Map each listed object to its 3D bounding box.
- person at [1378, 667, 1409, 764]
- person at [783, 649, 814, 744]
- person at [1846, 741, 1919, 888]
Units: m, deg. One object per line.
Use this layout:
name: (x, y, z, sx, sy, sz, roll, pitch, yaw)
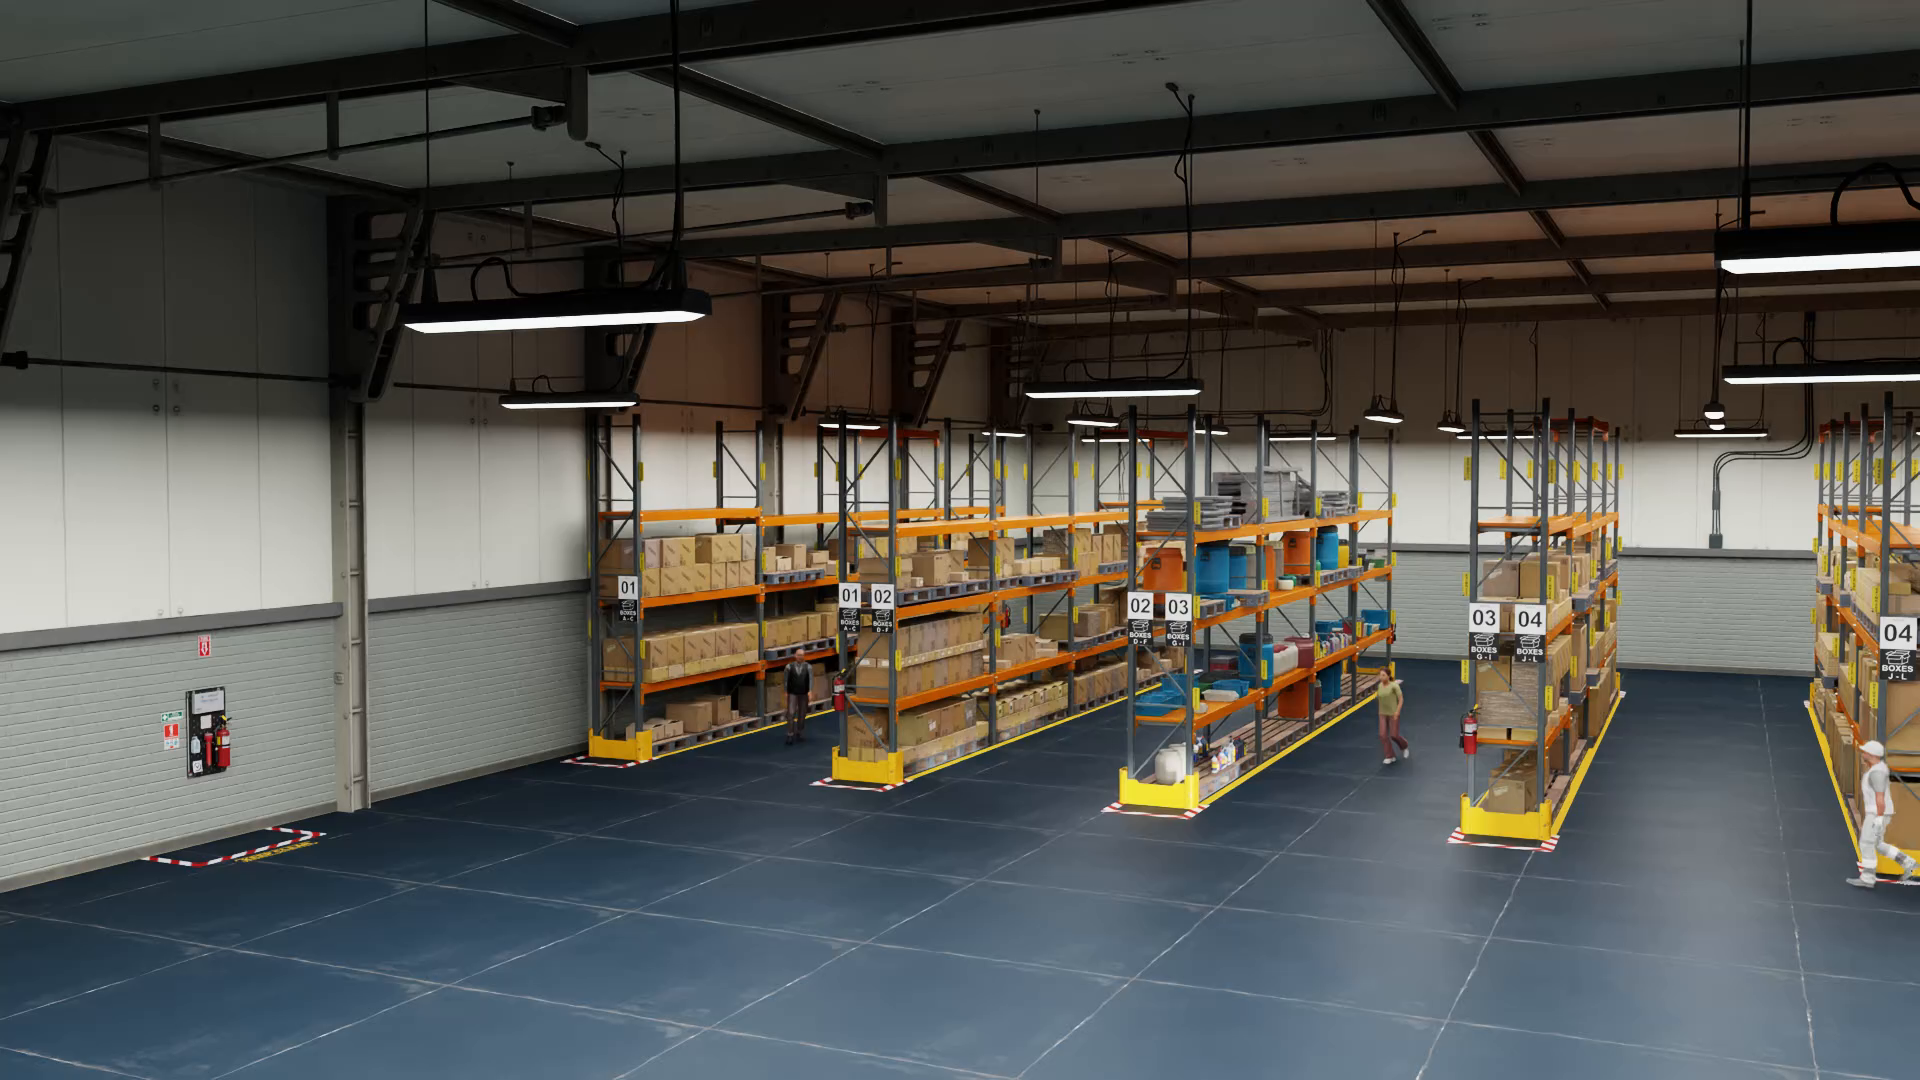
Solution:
person: (7.476, 3.006, 28.708, 0.647, 1.645, 0.507, -2, 3, -44)
person: (-2.984, 2.871, 30.730, 0.584, 1.697, 0.822, -1, 2, -14)
person: (11.119, 3.263, 19.888, 0.677, 1.718, 0.550, 1, 3, 28)
